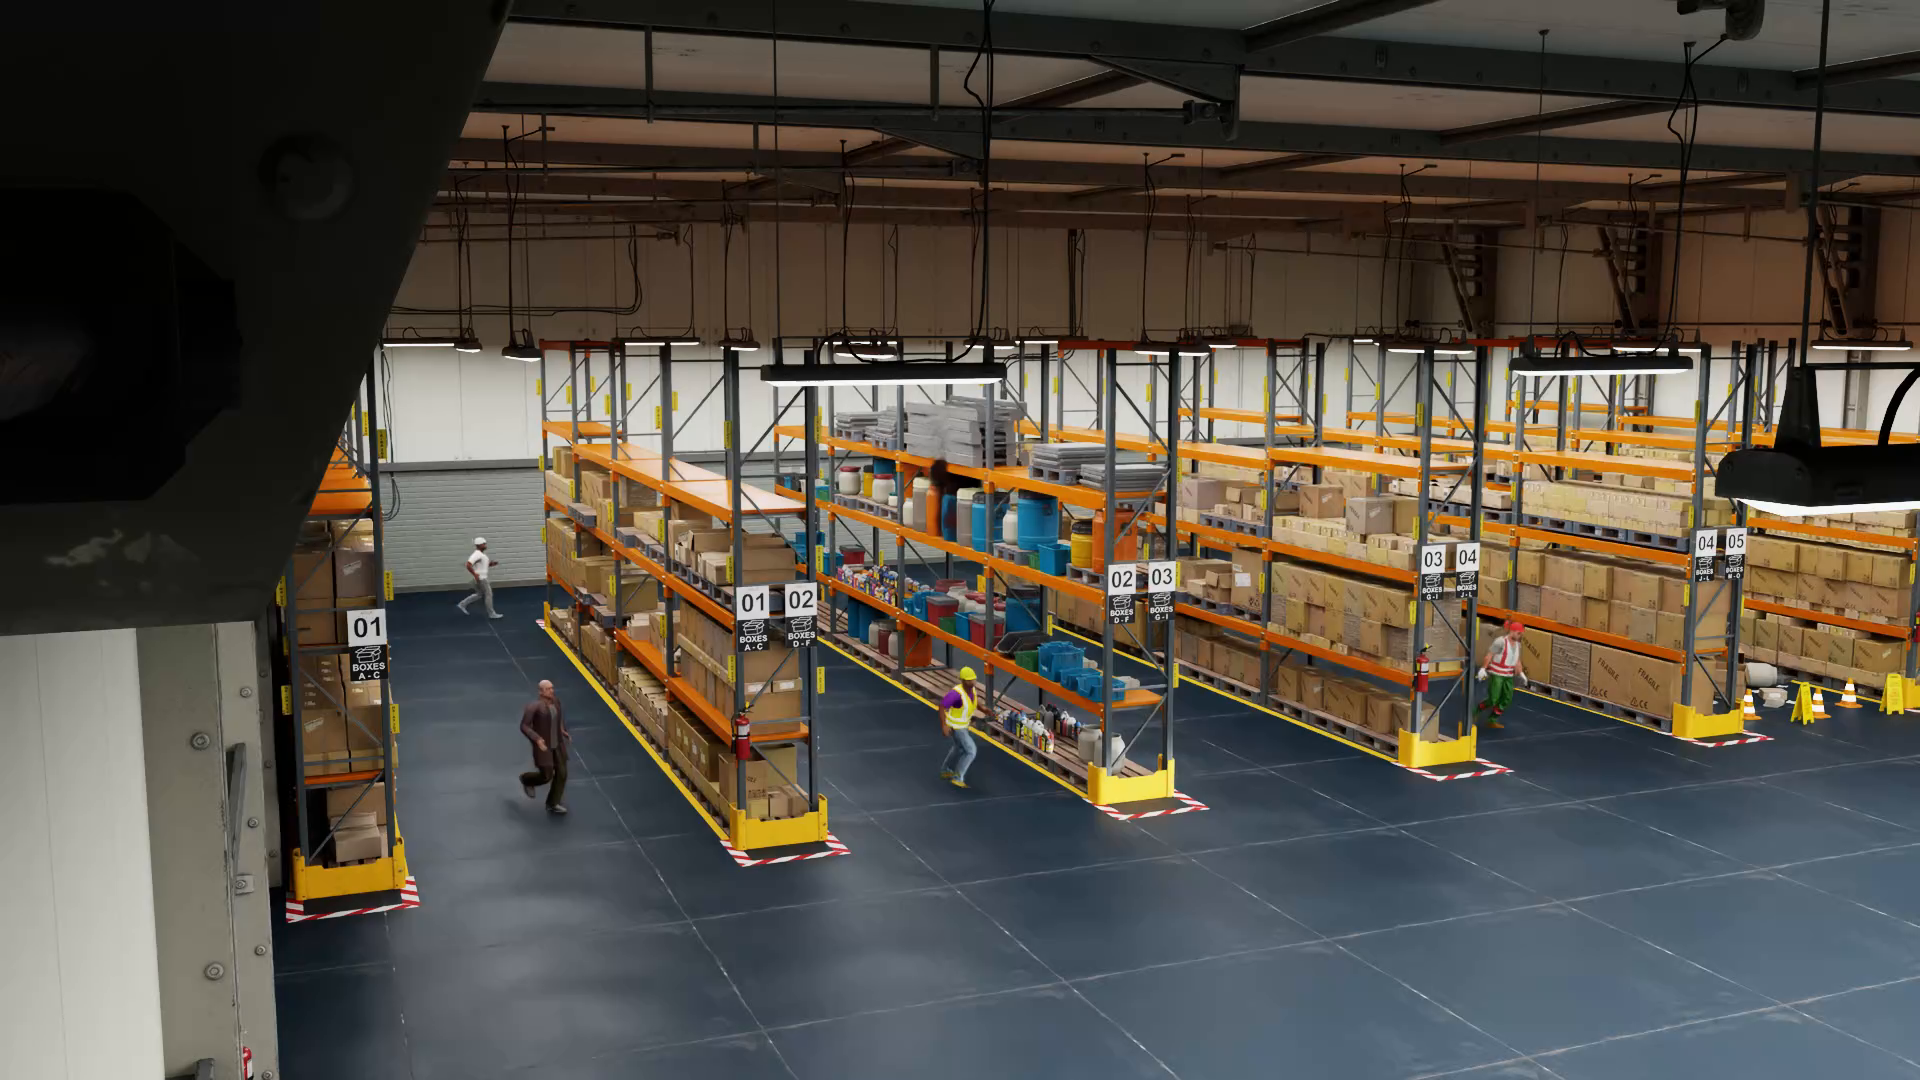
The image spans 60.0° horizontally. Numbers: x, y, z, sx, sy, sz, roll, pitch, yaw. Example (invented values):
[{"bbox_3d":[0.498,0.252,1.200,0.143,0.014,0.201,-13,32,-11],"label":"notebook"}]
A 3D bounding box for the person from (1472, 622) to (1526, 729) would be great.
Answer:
[{"bbox_3d":[8.422,2.104,25.975,0.765,1.701,0.691,-4,9,-29],"label":"person"}]

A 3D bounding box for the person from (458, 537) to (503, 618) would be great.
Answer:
[{"bbox_3d":[-10.294,0.814,35.590,0.946,1.749,0.691,-2,8,-14],"label":"person"}]

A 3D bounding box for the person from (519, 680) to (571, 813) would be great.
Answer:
[{"bbox_3d":[-5.423,2.670,21.683,0.807,1.734,0.721,6,9,38],"label":"person"}]

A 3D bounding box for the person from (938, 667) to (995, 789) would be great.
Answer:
[{"bbox_3d":[0.055,2.567,22.804,0.825,1.722,0.693,2,8,17],"label":"person"}]
